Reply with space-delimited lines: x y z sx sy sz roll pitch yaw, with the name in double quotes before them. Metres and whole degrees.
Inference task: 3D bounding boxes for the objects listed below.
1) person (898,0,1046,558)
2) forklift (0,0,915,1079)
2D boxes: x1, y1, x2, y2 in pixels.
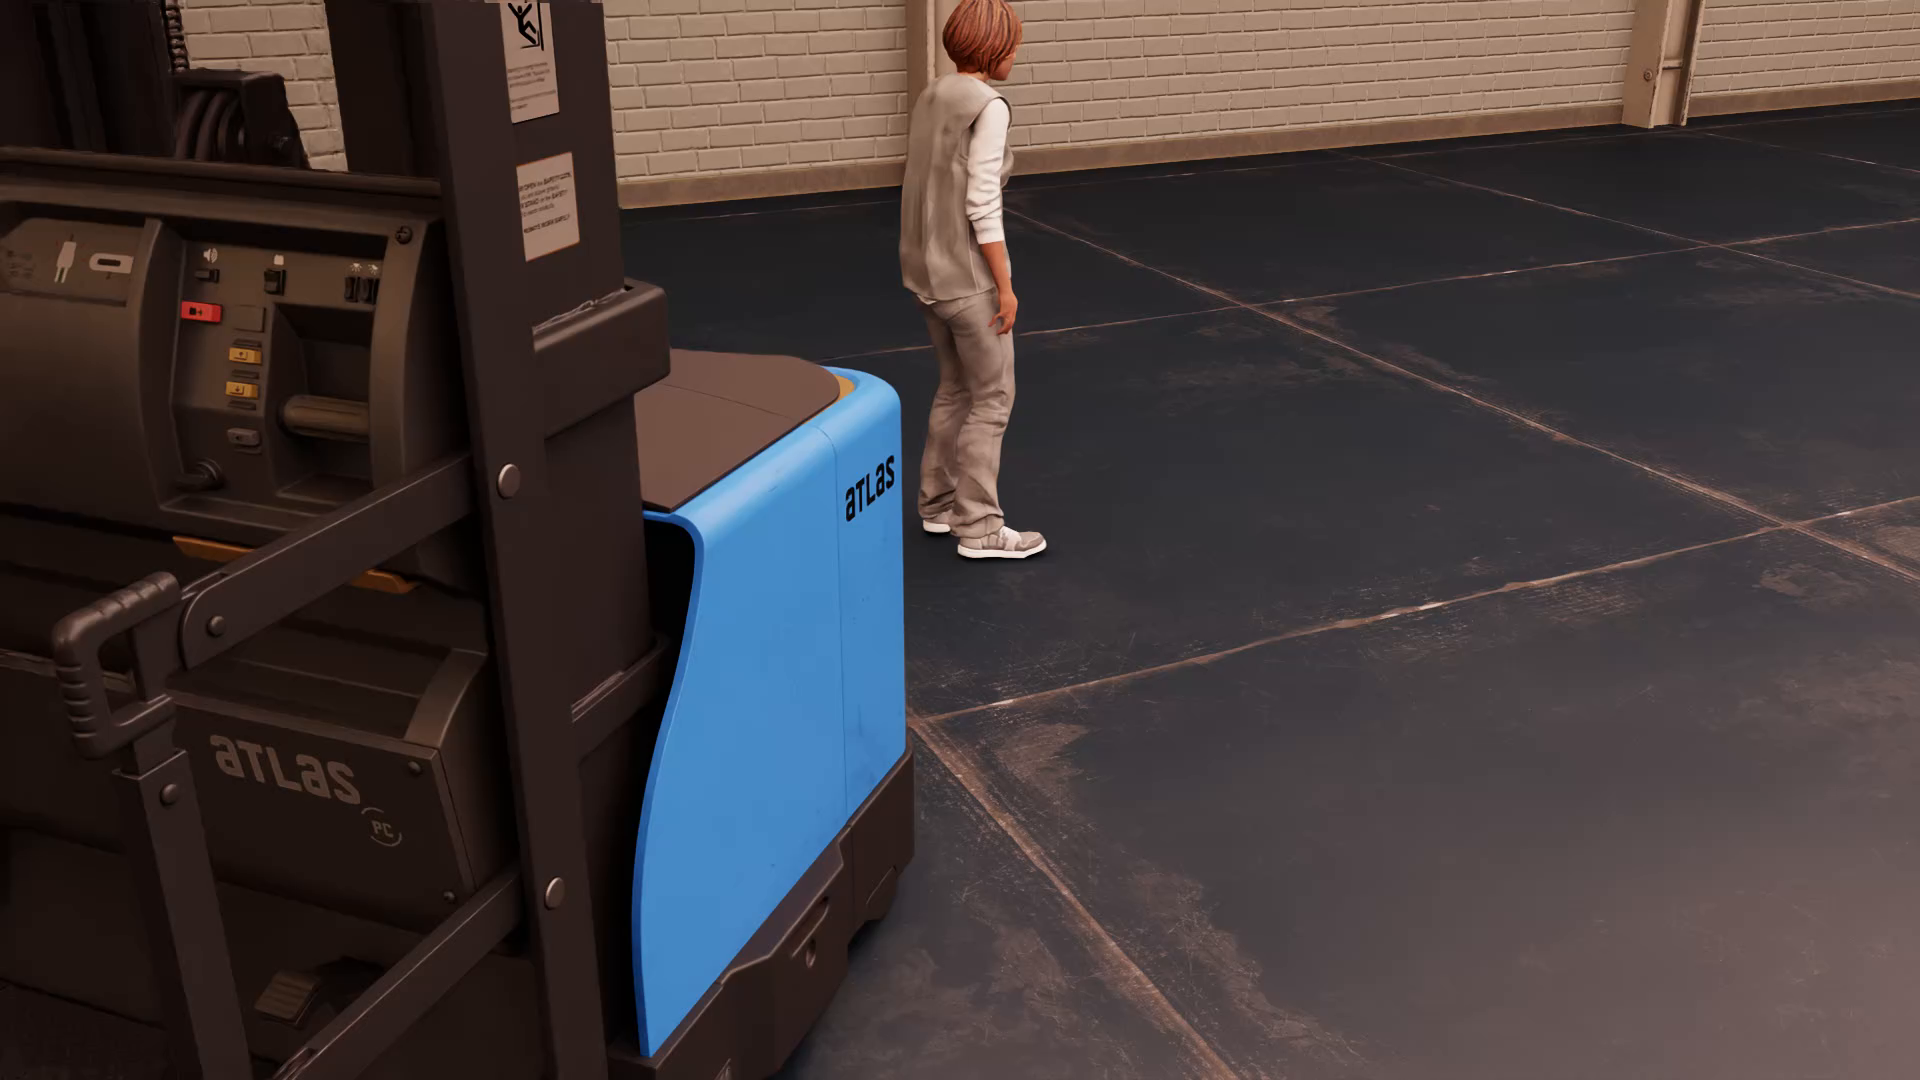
"person" 0.016 -0.740 4.815 0.344 1.591 0.467 -11 25 -25
"forklift" -1.098 -0.209 1.789 1.130 2.935 3.031 8 24 19
